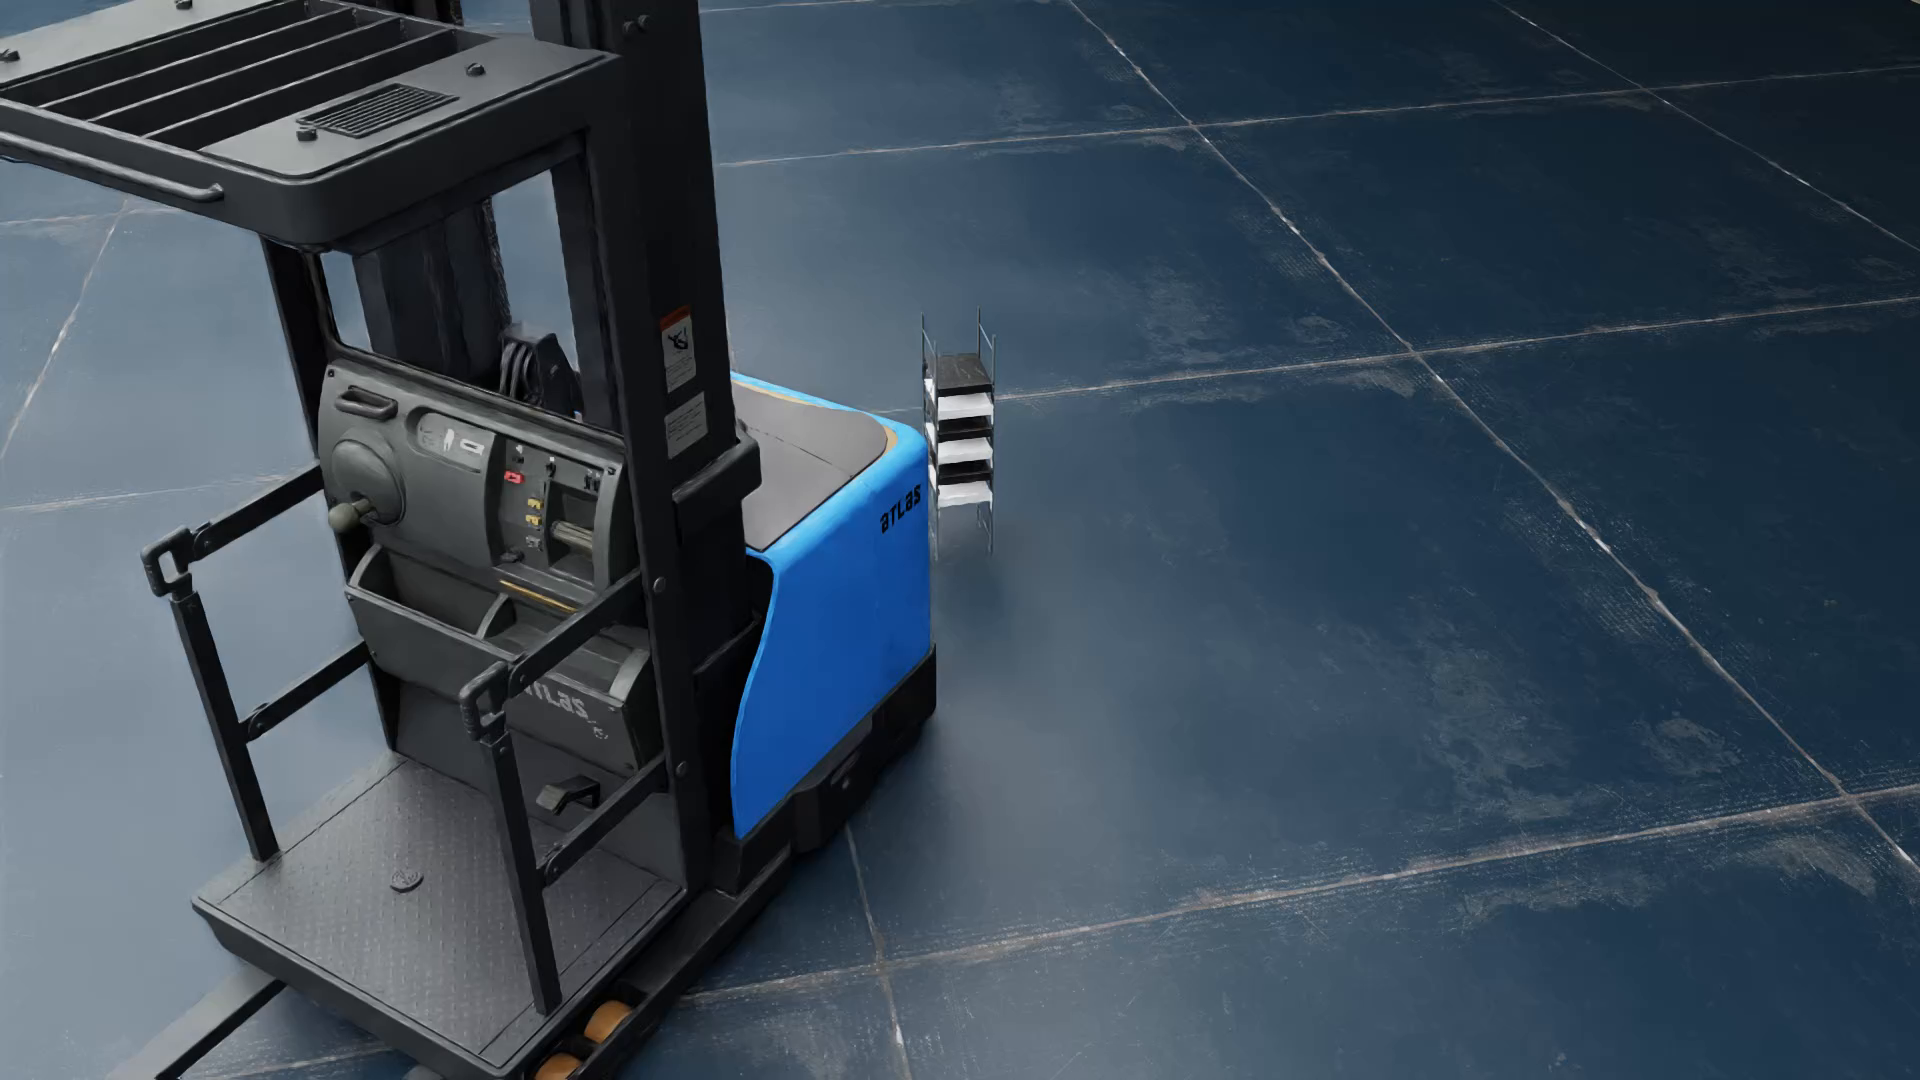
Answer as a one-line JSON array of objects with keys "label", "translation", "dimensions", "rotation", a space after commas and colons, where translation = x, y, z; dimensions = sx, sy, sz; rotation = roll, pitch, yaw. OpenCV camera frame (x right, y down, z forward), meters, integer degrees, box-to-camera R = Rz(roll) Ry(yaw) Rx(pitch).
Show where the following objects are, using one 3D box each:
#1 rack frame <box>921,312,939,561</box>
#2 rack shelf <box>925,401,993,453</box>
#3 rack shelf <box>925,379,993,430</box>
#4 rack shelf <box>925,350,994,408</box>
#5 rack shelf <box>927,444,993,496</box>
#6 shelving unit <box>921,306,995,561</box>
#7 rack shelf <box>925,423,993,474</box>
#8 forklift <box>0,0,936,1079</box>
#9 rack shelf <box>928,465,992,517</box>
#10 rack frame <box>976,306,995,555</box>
[{"label": "rack frame", "translation": [-0.107, -0.360, 5.979], "dimensions": [0.006, 0.900, 0.240], "rotation": [-7, 35, -11]}, {"label": "rack shelf", "translation": [-0.008, -0.420, 5.966], "dimensions": [0.200, 0.077, 0.258], "rotation": [-7, 35, -11]}, {"label": "rack shelf", "translation": [-0.008, -0.494, 5.916], "dimensions": [0.200, 0.077, 0.258], "rotation": [-7, 35, -11]}, {"label": "rack shelf", "translation": [-0.008, -0.569, 5.866], "dimensions": [0.200, 0.077, 0.258], "rotation": [-7, 35, -11]}, {"label": "rack shelf", "translation": [-0.008, -0.270, 6.066], "dimensions": [0.200, 0.077, 0.258], "rotation": [-7, 35, -11]}, {"label": "shelving unit", "translation": [-0.008, -0.373, 5.998], "dimensions": [0.210, 0.900, 0.258], "rotation": [-7, 35, -11]}, {"label": "rack shelf", "translation": [-0.008, -0.345, 6.016], "dimensions": [0.200, 0.077, 0.258], "rotation": [-7, 35, -11]}, {"label": "forklift", "translation": [-1.264, -0.077, 3.734], "dimensions": [1.130, 2.935, 3.031], "rotation": [18, 38, 25]}, {"label": "rack shelf", "translation": [-0.008, -0.196, 6.117], "dimensions": [0.200, 0.077, 0.258], "rotation": [-7, 35, -11]}, {"label": "rack frame", "translation": [0.091, -0.385, 6.016], "dimensions": [0.006, 0.900, 0.240], "rotation": [-7, 35, -11]}]
